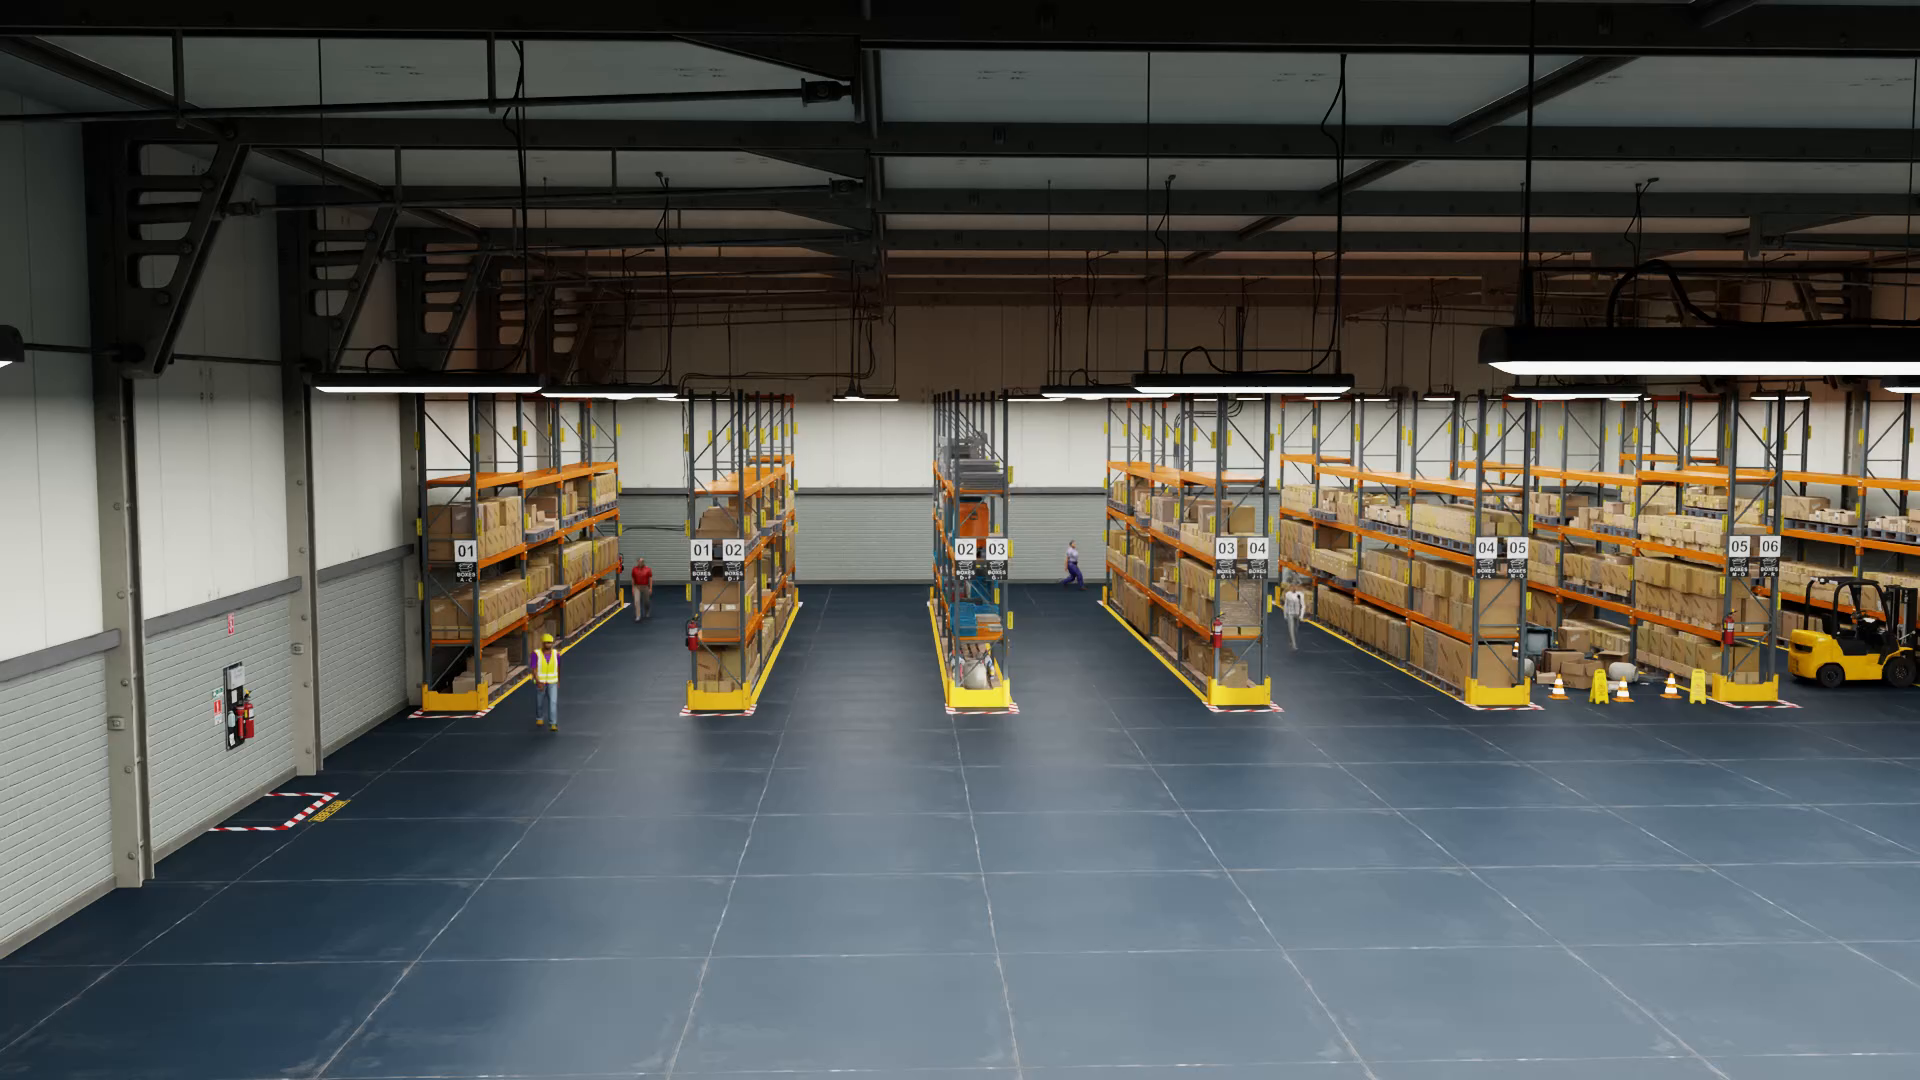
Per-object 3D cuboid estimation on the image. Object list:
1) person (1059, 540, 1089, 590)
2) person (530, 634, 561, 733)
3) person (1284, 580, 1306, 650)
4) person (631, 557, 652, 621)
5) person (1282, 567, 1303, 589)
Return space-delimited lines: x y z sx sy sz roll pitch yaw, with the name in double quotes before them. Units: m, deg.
"person" 3.515 0.765 51.360 1.028 1.528 0.465 2 5 25
"person" -7.241 2.494 29.137 0.547 1.690 1.105 -2 5 -21
"person" 7.843 1.730 38.860 0.434 1.604 1.068 0 5 -5
"person" -8.424 1.281 44.072 0.547 1.670 0.971 0 5 -6
"person" 10.233 0.694 51.609 0.973 1.628 0.430 -2 5 -20
